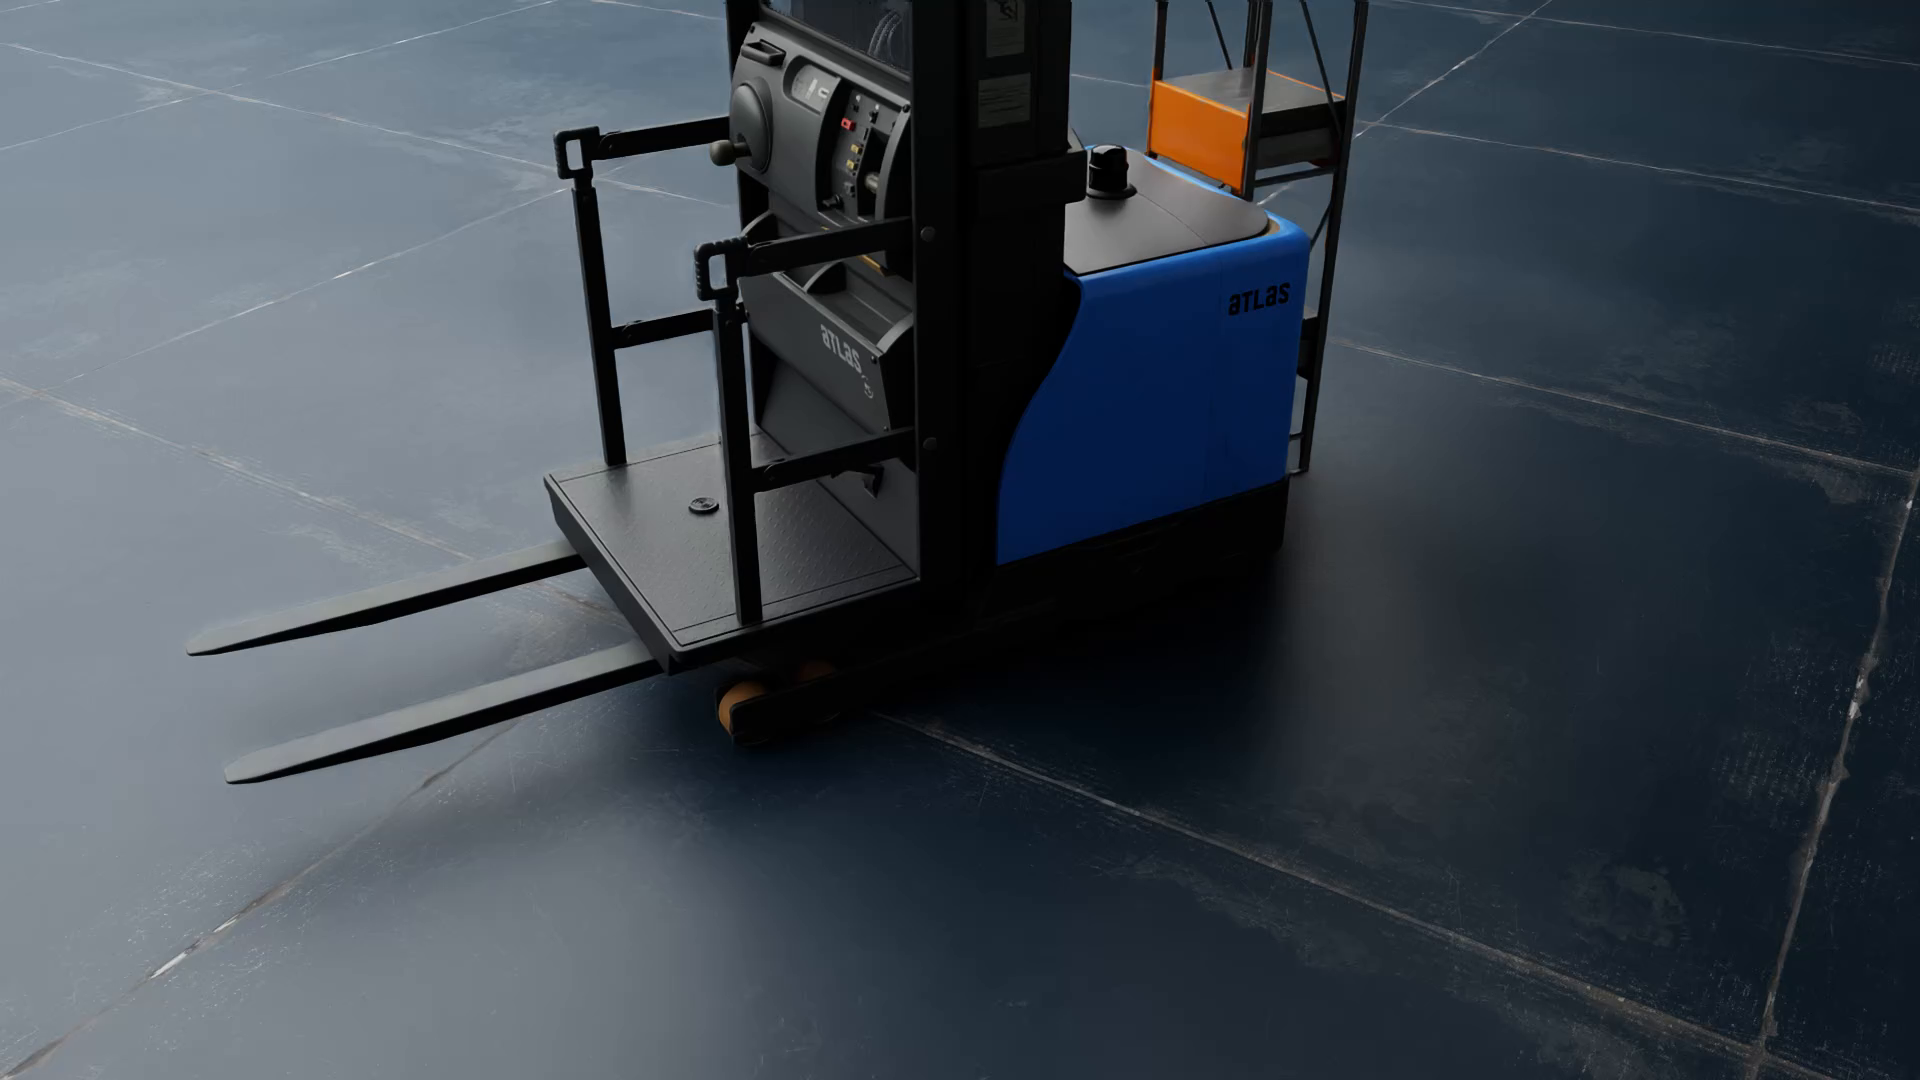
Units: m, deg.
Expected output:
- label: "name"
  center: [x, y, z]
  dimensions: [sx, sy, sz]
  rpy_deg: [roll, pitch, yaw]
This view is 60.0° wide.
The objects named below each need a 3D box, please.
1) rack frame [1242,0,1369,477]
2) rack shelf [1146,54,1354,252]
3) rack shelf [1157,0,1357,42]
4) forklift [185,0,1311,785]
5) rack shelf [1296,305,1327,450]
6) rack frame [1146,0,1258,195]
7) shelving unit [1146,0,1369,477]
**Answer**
- label: "rack frame"
  center: [1.018, -1.098, 5.043]
  dimensions: [0.400, 2.100, 0.015]
  rpy_deg: [-16, 34, -26]
- label: "rack shelf"
  center: [0.896, -1.193, 5.232]
  dimensions: [0.431, 0.518, 0.480]
  rpy_deg: [-16, 34, -26]
- label: "rack shelf"
  center: [0.903, -1.799, 4.883]
  dimensions: [0.431, 0.518, 0.480]
  rpy_deg: [-16, 34, -26]
- label: "forklift"
  center: [-0.546, -1.036, 4.117]
  dimensions: [3.031, 2.935, 1.130]
  rpy_deg: [-16, 34, -25]
- label: "rack shelf"
  center: [0.888, -0.586, 5.581]
  dimensions: [0.431, 0.518, 0.480]
  rpy_deg: [-16, 34, -26]
- label: "rack frame"
  center: [0.773, -1.311, 5.407]
  dimensions: [0.400, 2.100, 0.015]
  rpy_deg: [-16, 34, -26]
- label: "shelving unit"
  center: [0.896, -1.204, 5.225]
  dimensions: [0.431, 2.100, 0.503]
  rpy_deg: [-16, 34, -26]
